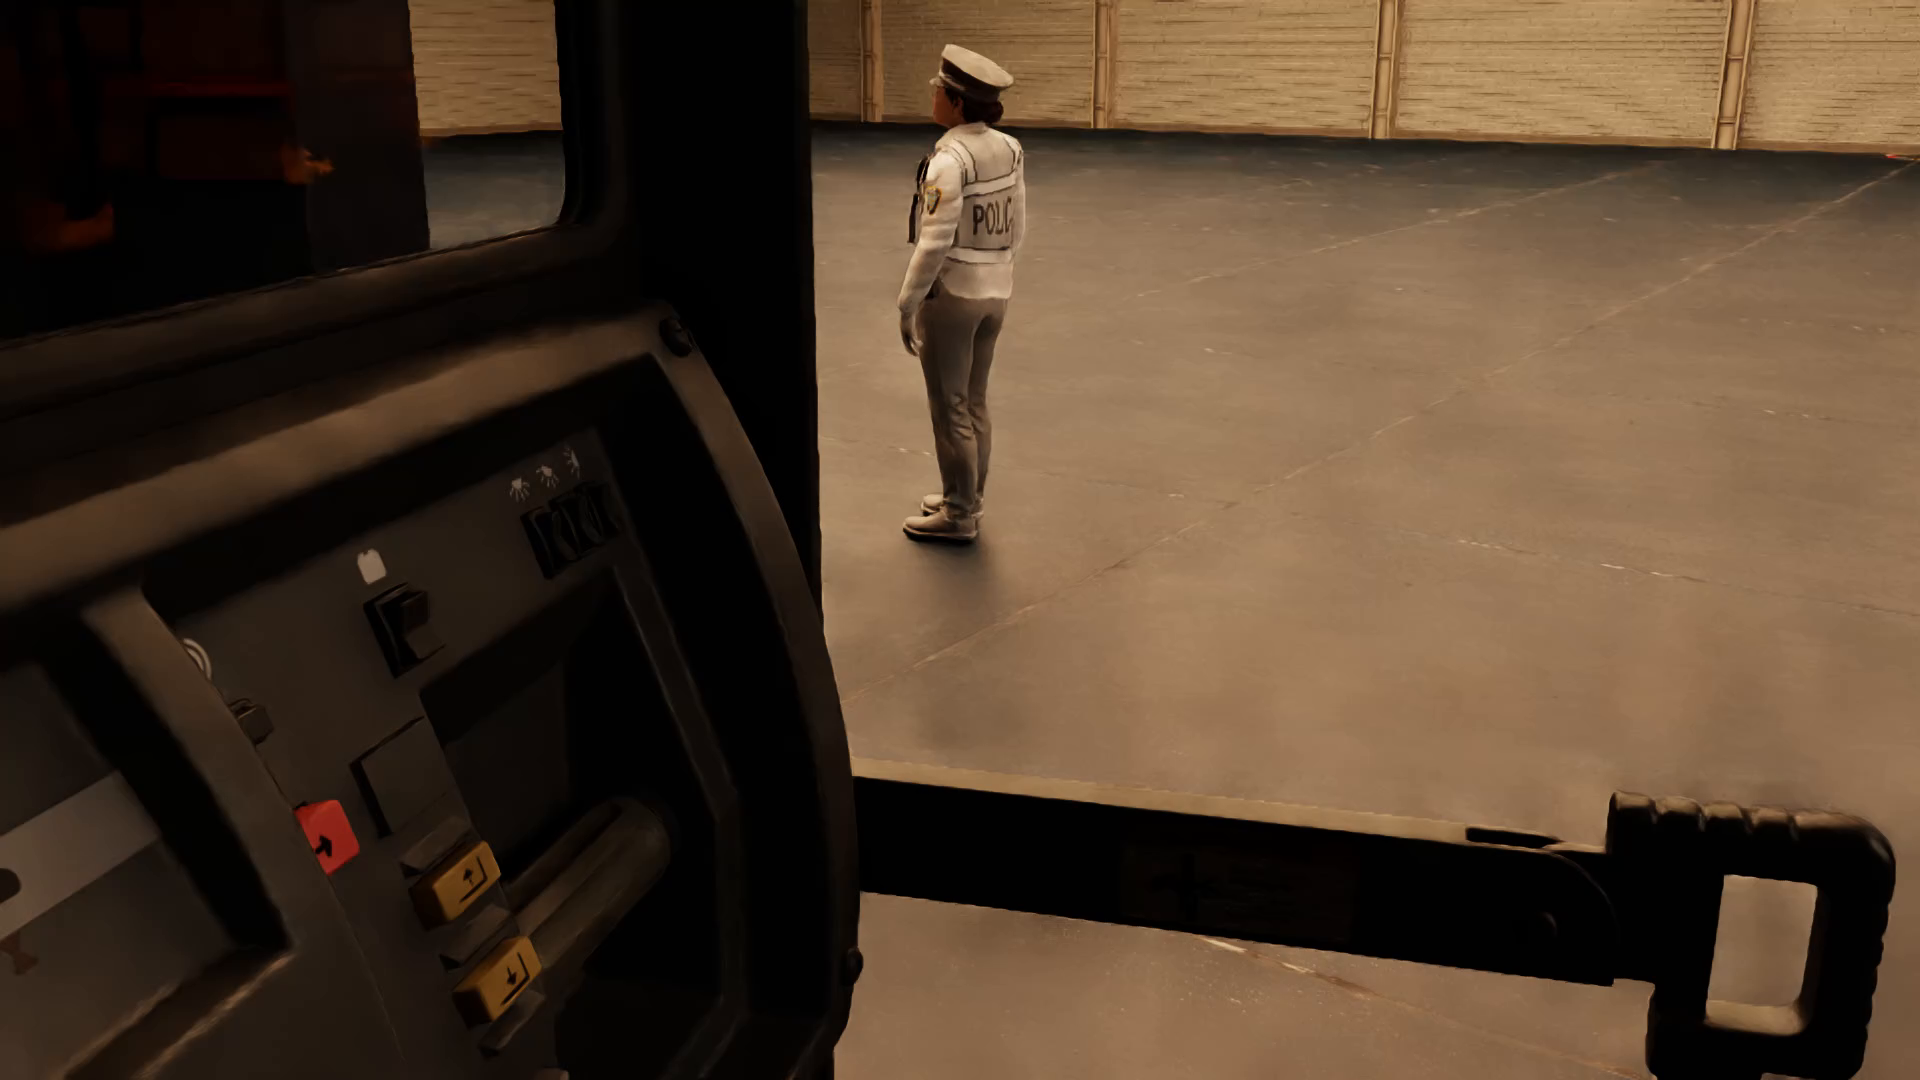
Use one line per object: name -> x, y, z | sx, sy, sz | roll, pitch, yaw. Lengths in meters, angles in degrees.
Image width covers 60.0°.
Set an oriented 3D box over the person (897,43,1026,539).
person -> -0.052, -0.832, 5.746 | 0.533, 1.695, 0.586 | 11, 20, 33
